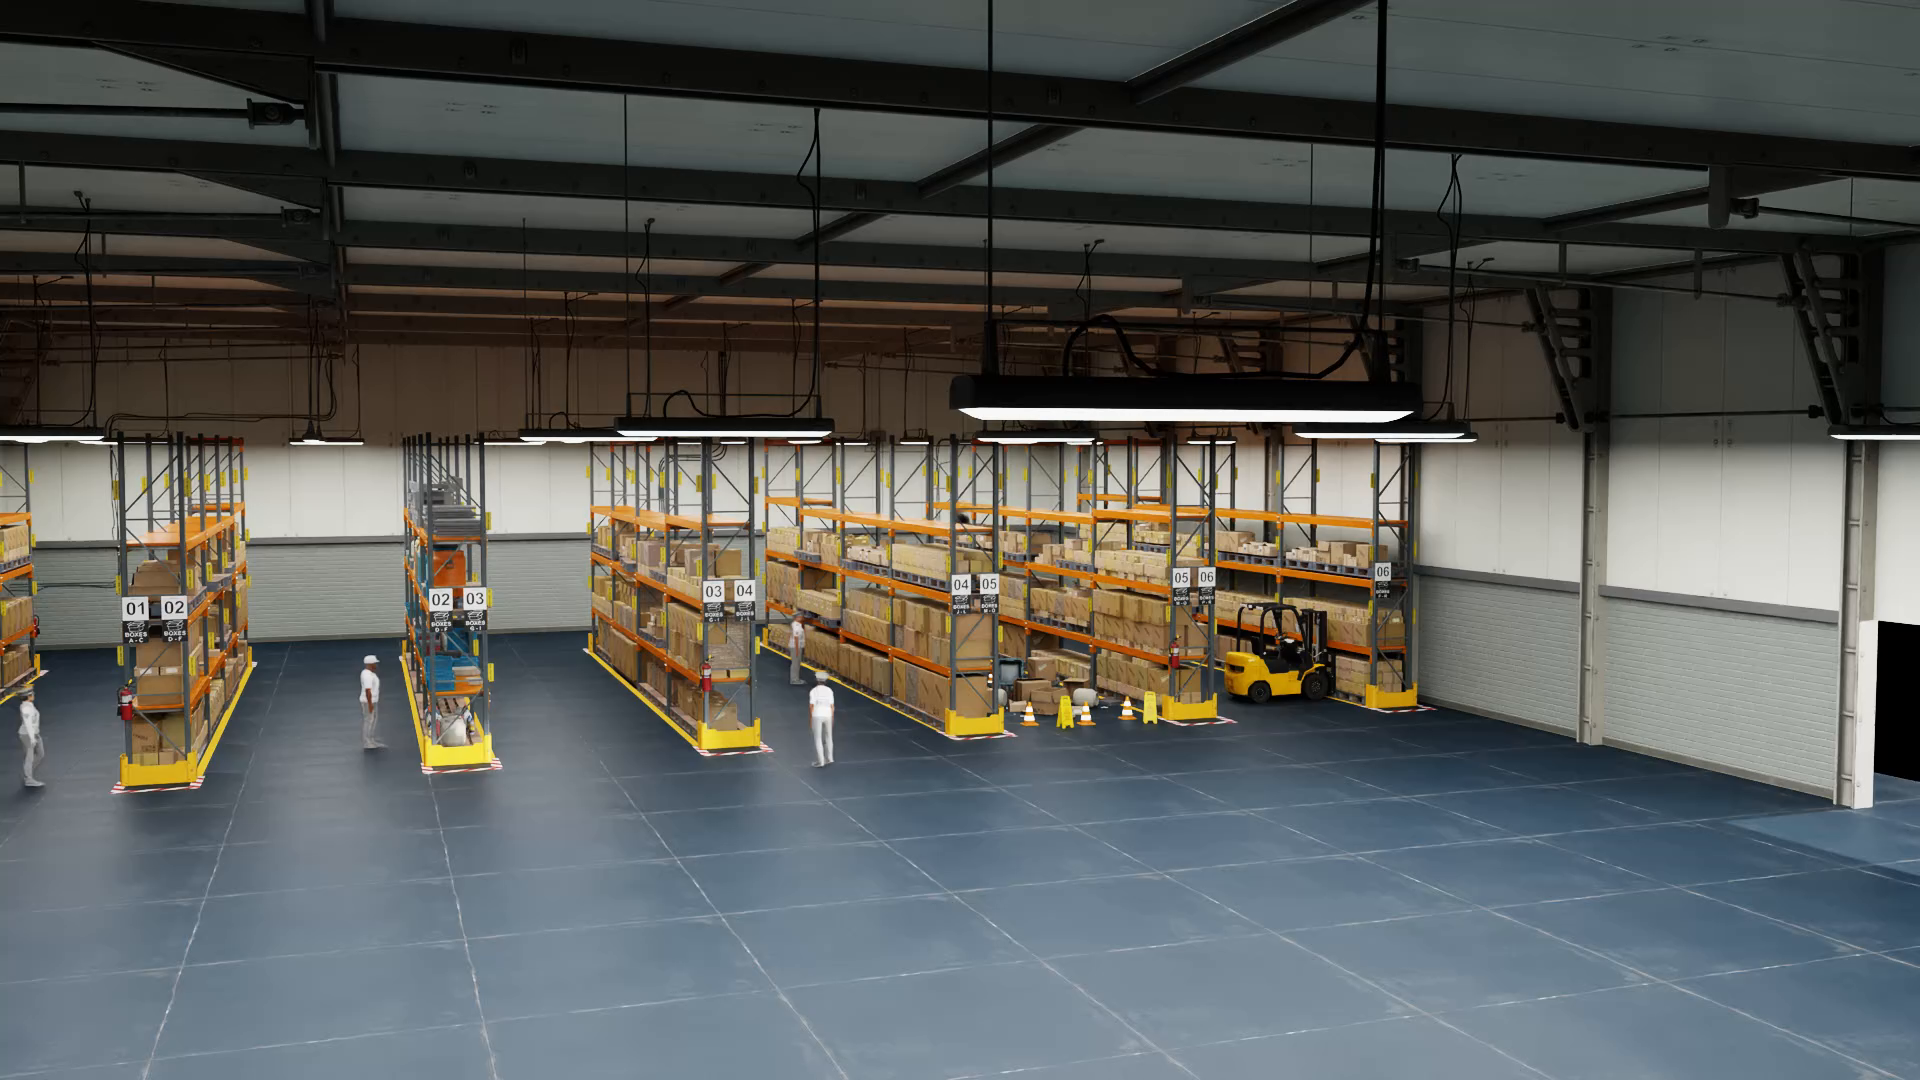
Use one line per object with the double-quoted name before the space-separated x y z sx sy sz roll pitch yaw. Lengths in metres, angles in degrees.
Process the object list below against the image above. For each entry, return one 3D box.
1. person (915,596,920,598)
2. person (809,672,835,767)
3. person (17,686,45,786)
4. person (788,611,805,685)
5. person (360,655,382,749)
"person" -1.165 2.366 45.528 0.505 1.629 0.455 -1 3 -11
"person" -2.504 3.222 29.961 0.474 1.705 0.487 -1 3 -22
"person" -15.773 3.329 28.197 0.401 1.694 0.519 -1 3 -13
"person" -3.947 2.609 40.227 0.404 1.774 0.606 0 3 -6
"person" -11.227 3.079 31.642 0.366 1.773 0.589 0 3 -7
